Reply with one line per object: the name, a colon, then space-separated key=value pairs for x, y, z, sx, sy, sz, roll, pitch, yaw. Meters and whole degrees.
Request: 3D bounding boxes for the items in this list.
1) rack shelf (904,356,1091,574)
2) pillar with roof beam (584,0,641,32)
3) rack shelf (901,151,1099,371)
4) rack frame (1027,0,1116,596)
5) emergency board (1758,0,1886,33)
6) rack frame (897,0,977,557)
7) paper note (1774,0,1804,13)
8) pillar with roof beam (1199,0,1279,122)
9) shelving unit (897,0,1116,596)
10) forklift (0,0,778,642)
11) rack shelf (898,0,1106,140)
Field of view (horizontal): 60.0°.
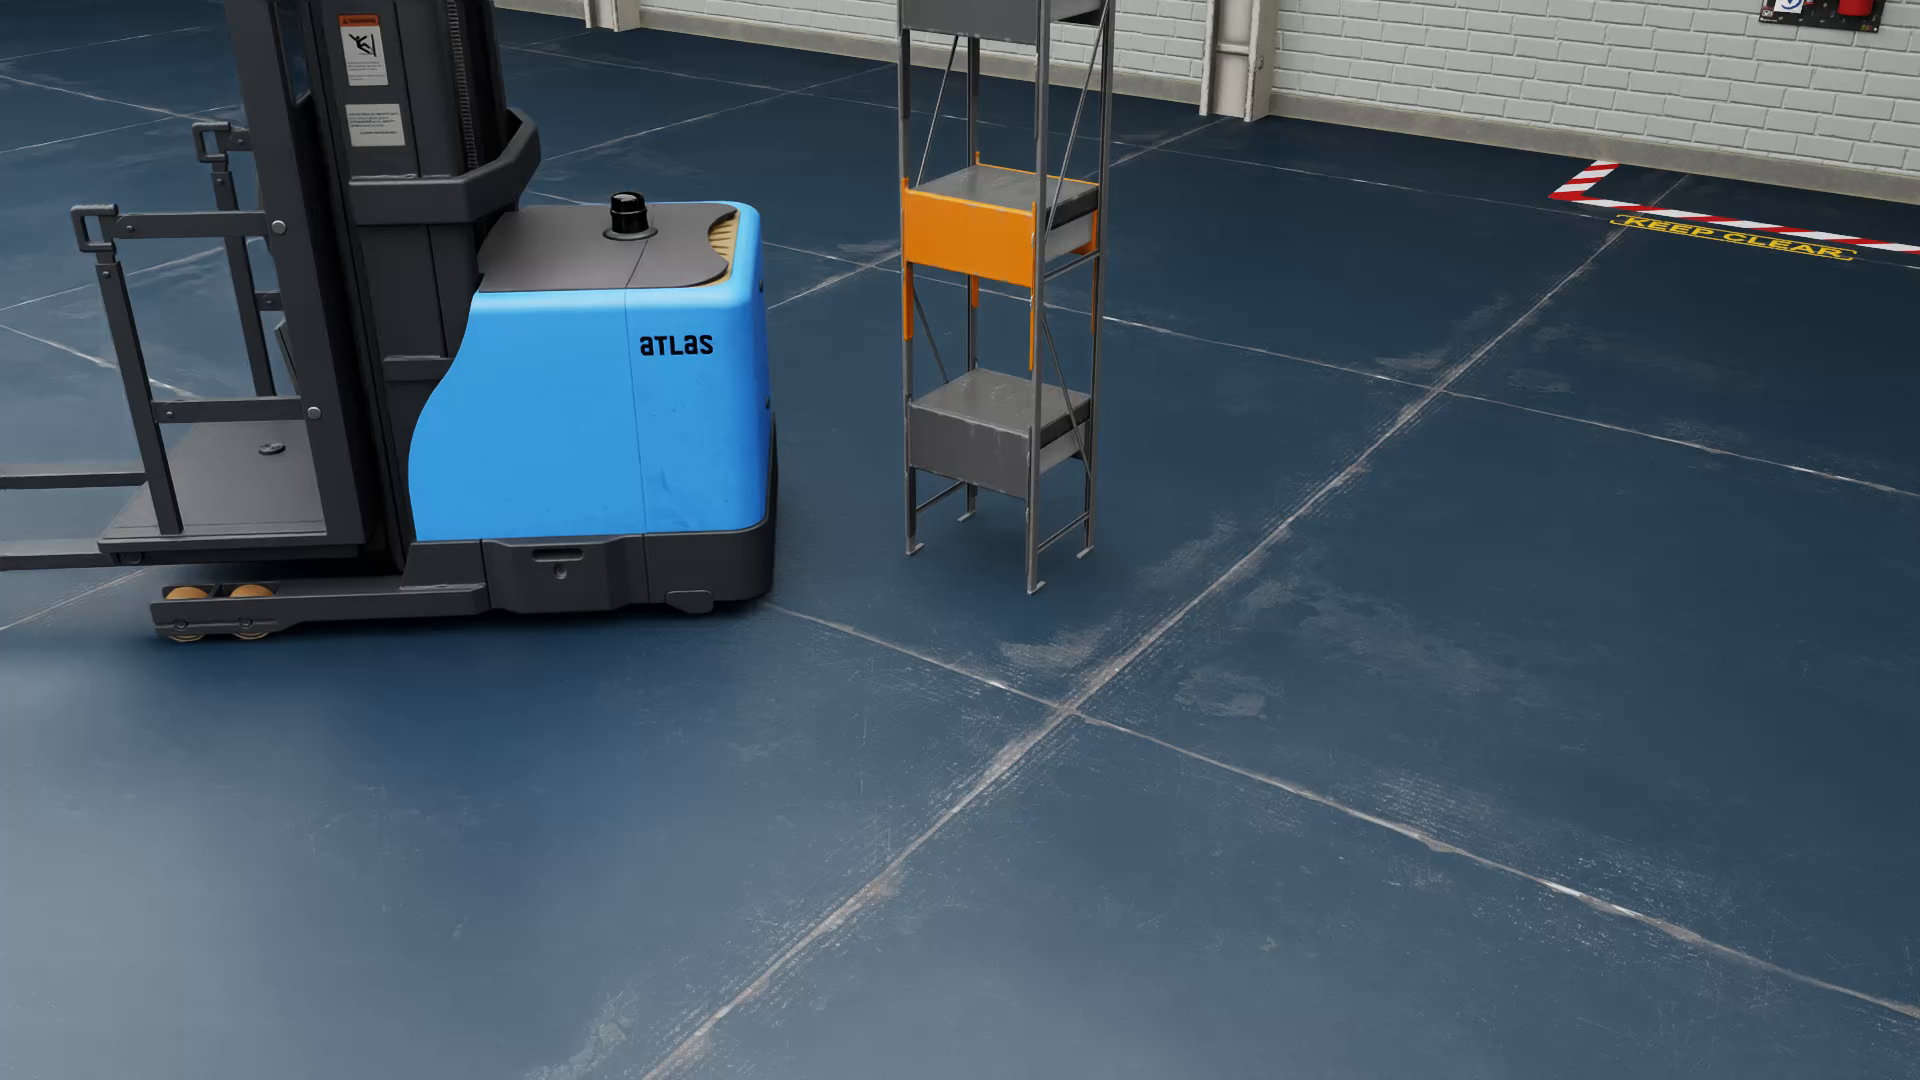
rack shelf: x=0.136 y=-0.257 z=5.514 sx=0.480 sy=0.518 sz=0.431 roll=17 pitch=32 yaw=30
pillar with roof beam: x=-5.472 y=-6.907 z=9.400 sx=0.400 sy=9.000 sz=9.100 roll=17 pitch=32 yaw=30
rack shelf: x=0.136 y=-0.881 z=5.196 sx=0.480 sy=0.518 sz=0.431 roll=17 pitch=32 yaw=30
rack frame: x=0.338 y=-0.831 z=5.067 sx=0.015 sy=2.100 sz=0.400 roll=17 pitch=32 yaw=30
emergency board: x=4.842 y=-3.410 z=9.143 sx=0.643 sy=1.169 sz=0.194 roll=17 pitch=32 yaw=30
rack frame: x=-0.065 y=-0.956 z=5.313 sx=0.015 sy=2.100 sz=0.400 roll=17 pitch=32 yaw=30
paper note: x=4.735 y=-3.089 z=9.483 sx=0.142 sy=0.148 sz=0.016 roll=17 pitch=32 yaw=30
pillar with roof beam: x=-0.526 y=-5.366 z=6.372 sx=0.400 sy=9.000 sz=9.100 roll=17 pitch=32 yaw=30
shelving unit: x=0.136 y=-0.893 z=5.190 sx=0.503 sy=2.100 sz=0.431 roll=17 pitch=32 yaw=30
forklift: x=-2.142 y=-1.241 z=4.957 sx=3.031 sy=2.935 sz=1.130 roll=-2 pitch=27 yaw=-4
rack shelf: x=0.136 y=-1.505 z=4.879 sx=0.480 sy=0.518 sz=0.431 roll=17 pitch=32 yaw=30
